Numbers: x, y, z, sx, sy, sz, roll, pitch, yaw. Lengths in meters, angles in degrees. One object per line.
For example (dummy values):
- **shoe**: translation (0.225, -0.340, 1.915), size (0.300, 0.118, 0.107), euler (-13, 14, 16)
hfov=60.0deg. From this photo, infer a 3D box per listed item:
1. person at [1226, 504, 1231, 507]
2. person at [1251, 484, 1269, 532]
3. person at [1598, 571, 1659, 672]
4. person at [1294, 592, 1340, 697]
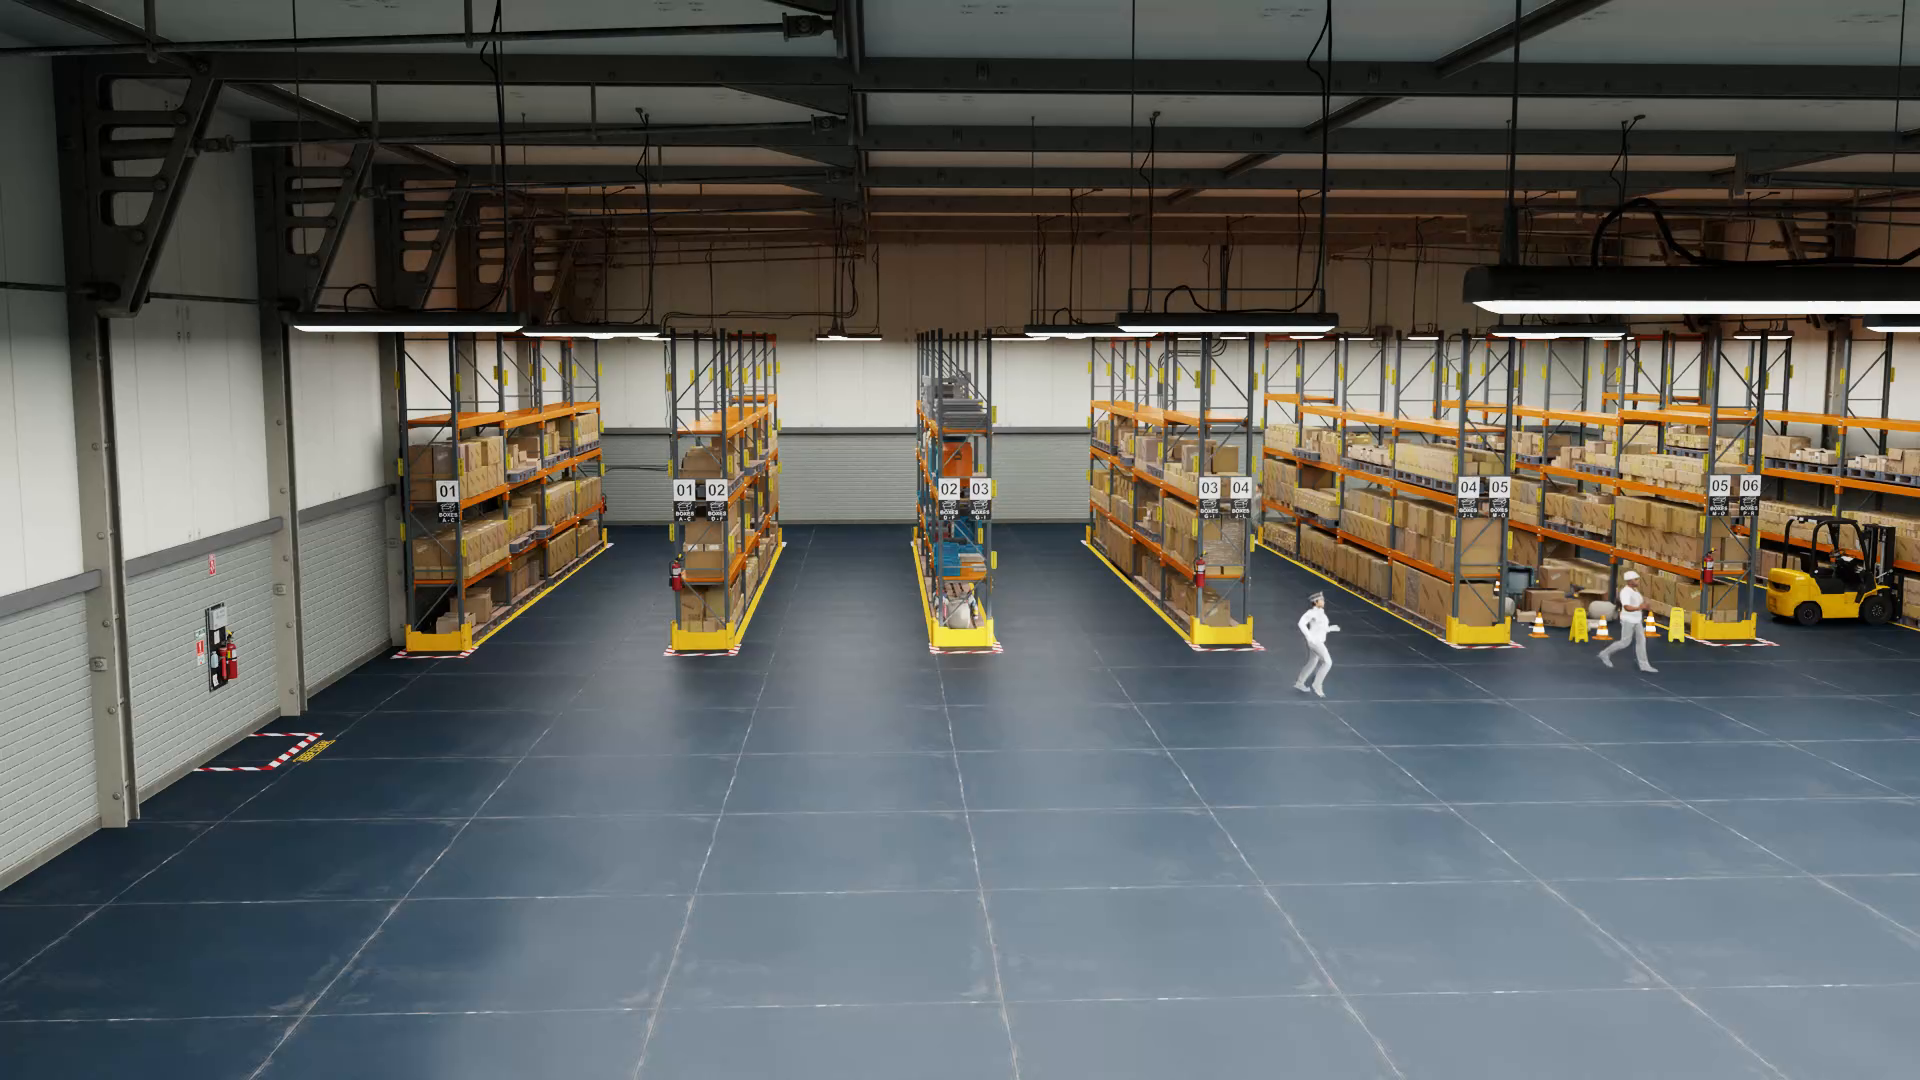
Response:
- **person**: translation (7.436, -0.524, 45.623), size (0.723, 1.748, 0.825), euler (0, 7, -2)
- **person**: translation (8.797, -0.842, 48.819), size (0.716, 1.616, 0.579), euler (-1, 7, -10)
- **person**: translation (11.696, 1.410, 28.998), size (0.987, 1.748, 0.703), euler (5, 9, 38)
- **person**: translation (5.830, 1.704, 27.151), size (0.705, 1.727, 0.588), euler (3, 7, 24)
